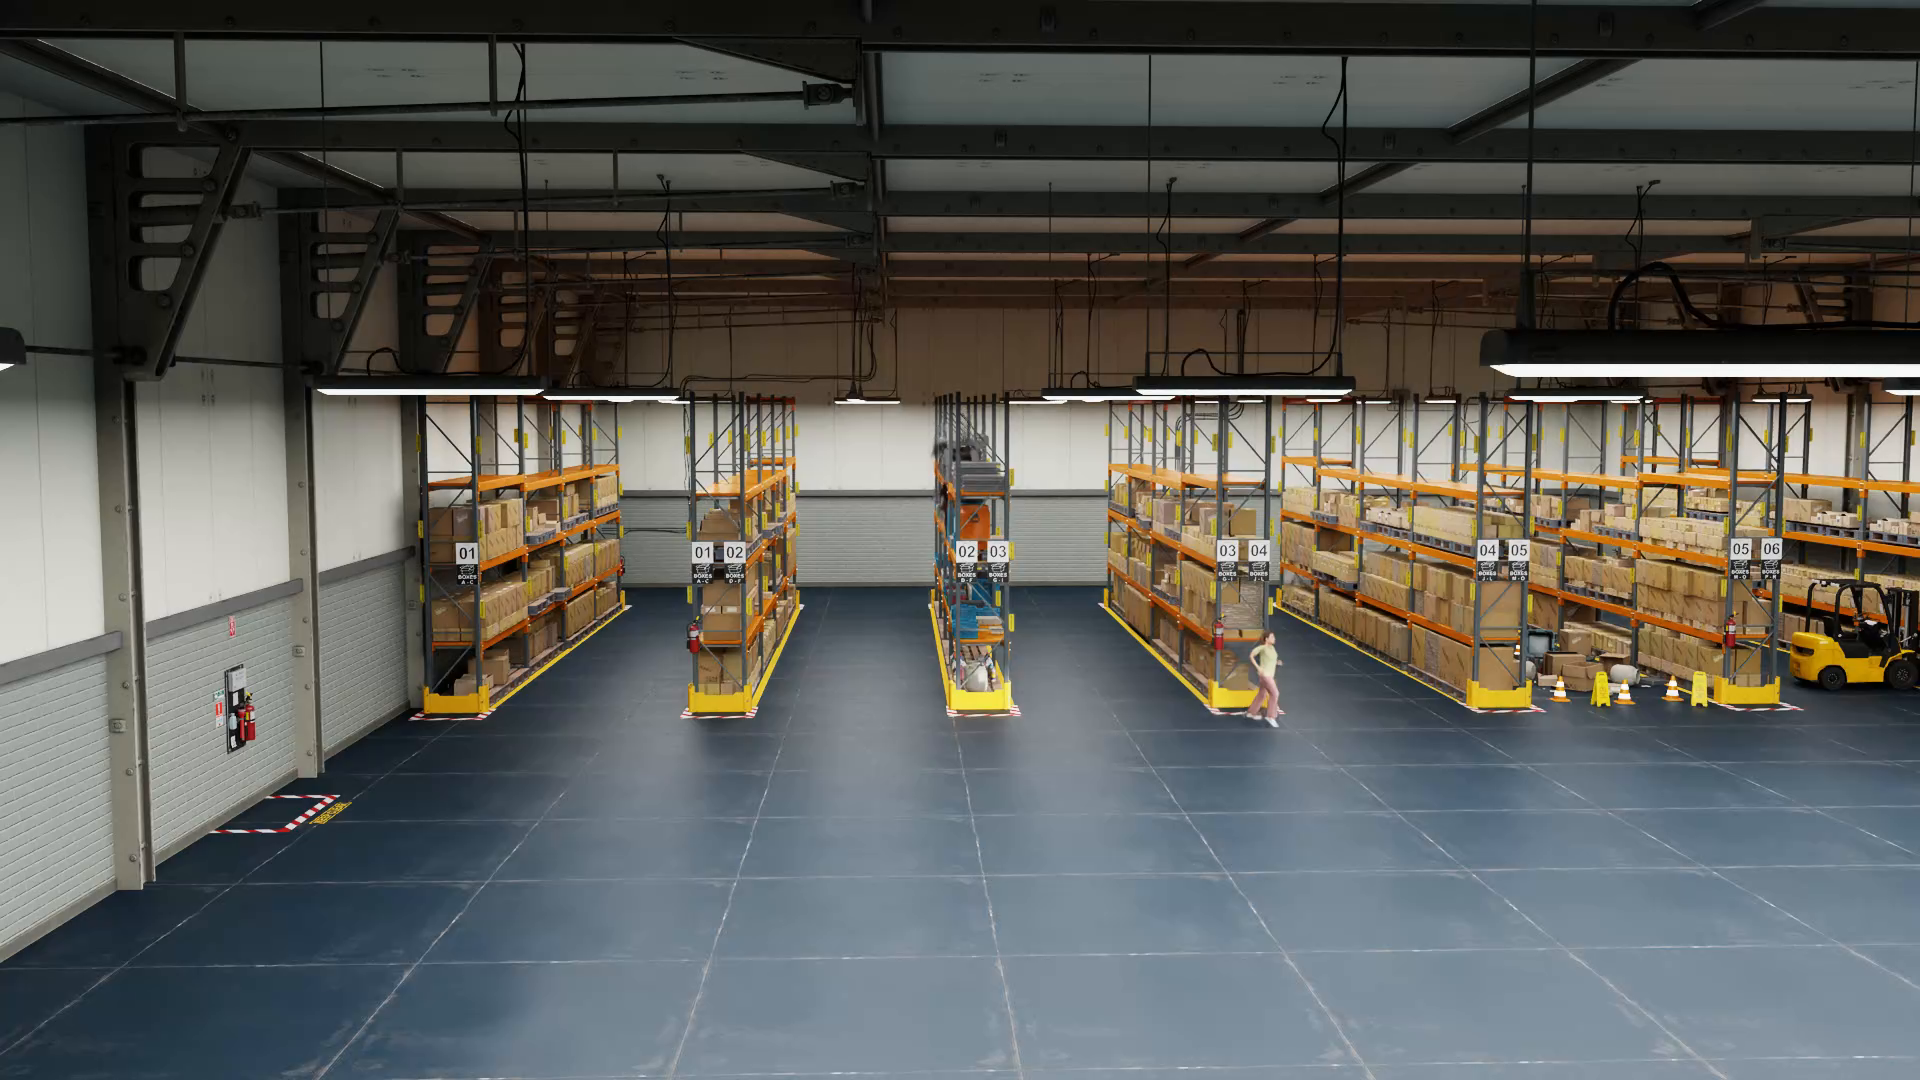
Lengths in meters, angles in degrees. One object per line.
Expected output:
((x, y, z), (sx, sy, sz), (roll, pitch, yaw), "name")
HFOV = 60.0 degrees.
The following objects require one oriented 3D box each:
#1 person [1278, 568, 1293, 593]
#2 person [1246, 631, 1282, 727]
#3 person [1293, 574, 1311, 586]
((9.709, 0.970, 48.987), (0.822, 1.713, 0.769), (1, 5, 16), "person")
((5.487, 2.491, 29.991), (0.679, 1.727, 0.565), (3, 5, 33), "person")
((10.140, 0.870, 49.077), (0.921, 1.795, 0.660), (0, 5, -4), "person")
